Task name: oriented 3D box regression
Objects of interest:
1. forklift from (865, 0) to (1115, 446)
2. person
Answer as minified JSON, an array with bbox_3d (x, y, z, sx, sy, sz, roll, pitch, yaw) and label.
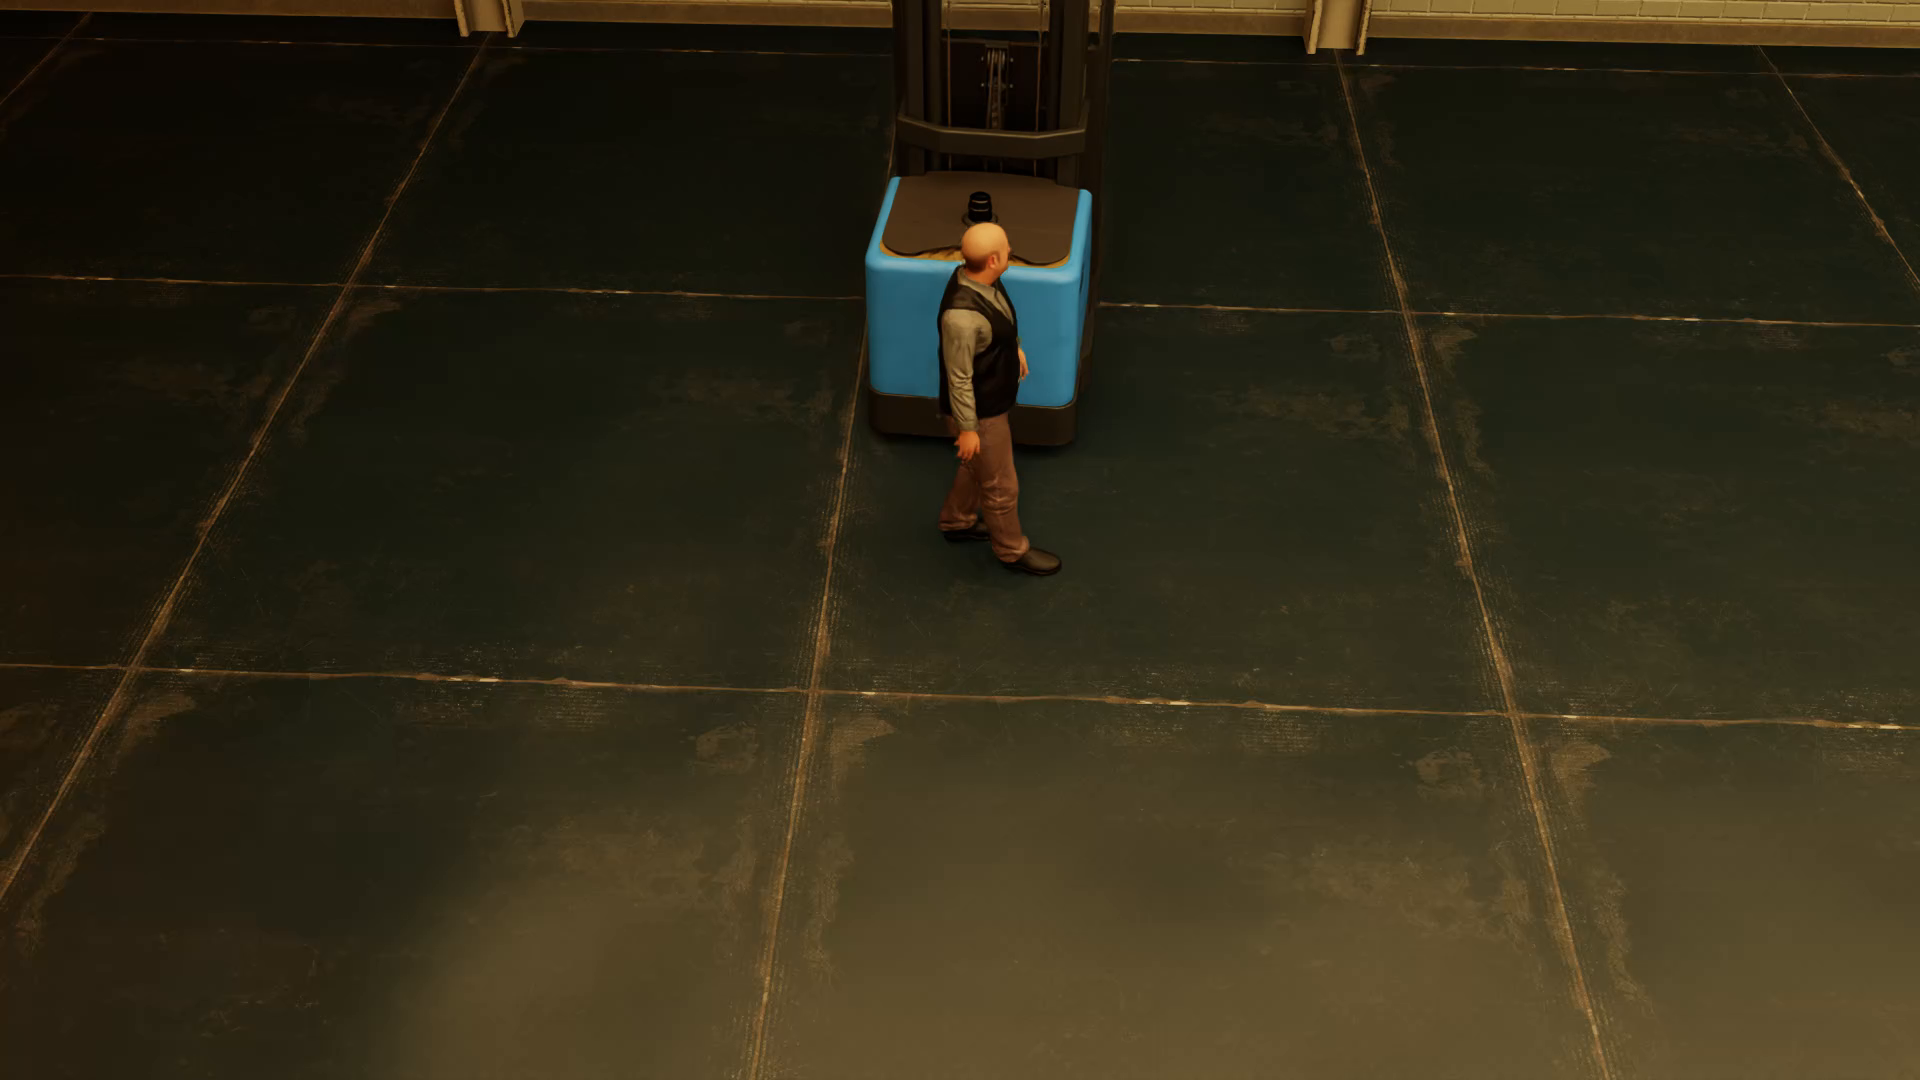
[{"bbox_3d":[0.245,-2.547,8.532,1.130,2.935,3.031,5,43,6],"label":"forklift"},{"bbox_3d":[0.194,-0.592,7.378,0.601,1.617,0.686,4,43,4],"label":"person"}]
